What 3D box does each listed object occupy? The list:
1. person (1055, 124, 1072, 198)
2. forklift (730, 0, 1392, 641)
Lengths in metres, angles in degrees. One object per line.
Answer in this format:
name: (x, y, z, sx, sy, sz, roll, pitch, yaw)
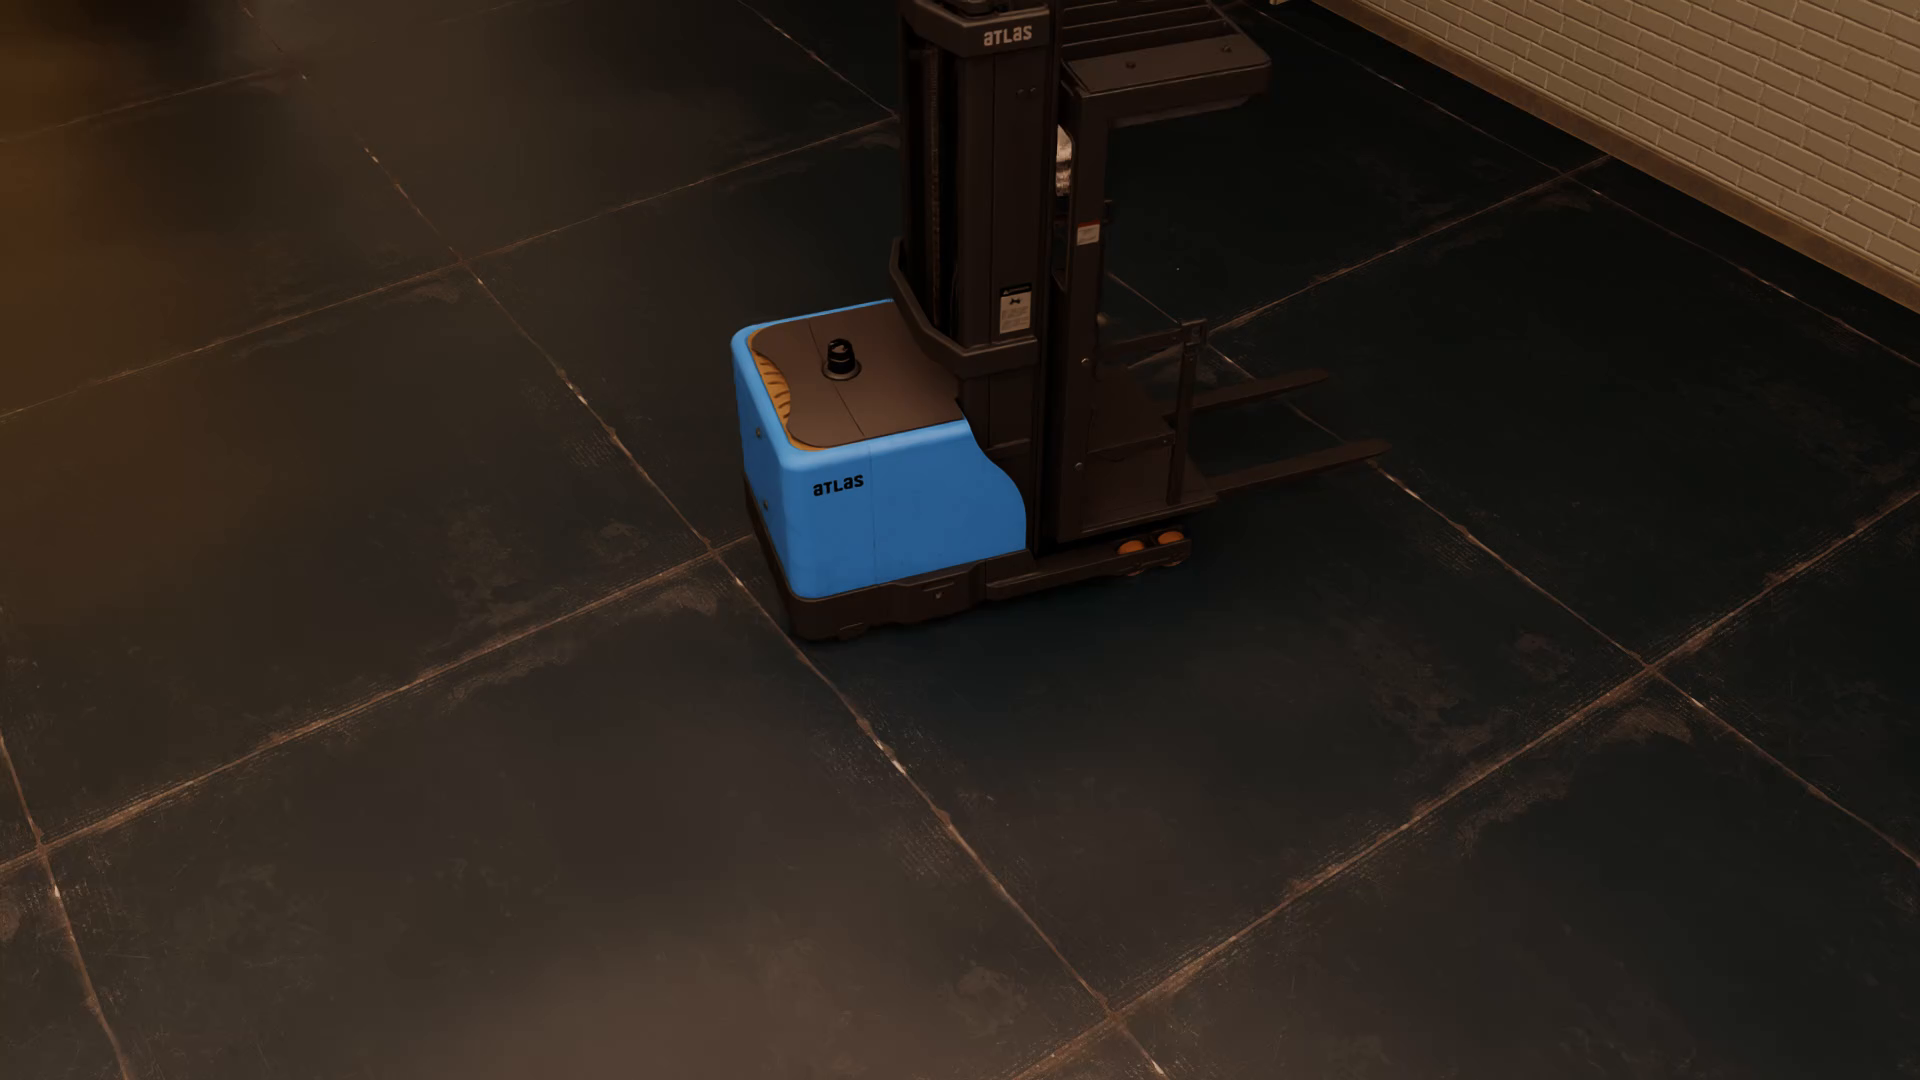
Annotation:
person: (0.677, -2.878, 9.681, 0.371, 1.795, 0.534, 1, 43, 1)
forklift: (0.551, -1.238, 7.059, 3.031, 2.935, 1.130, -13, 44, -14)
